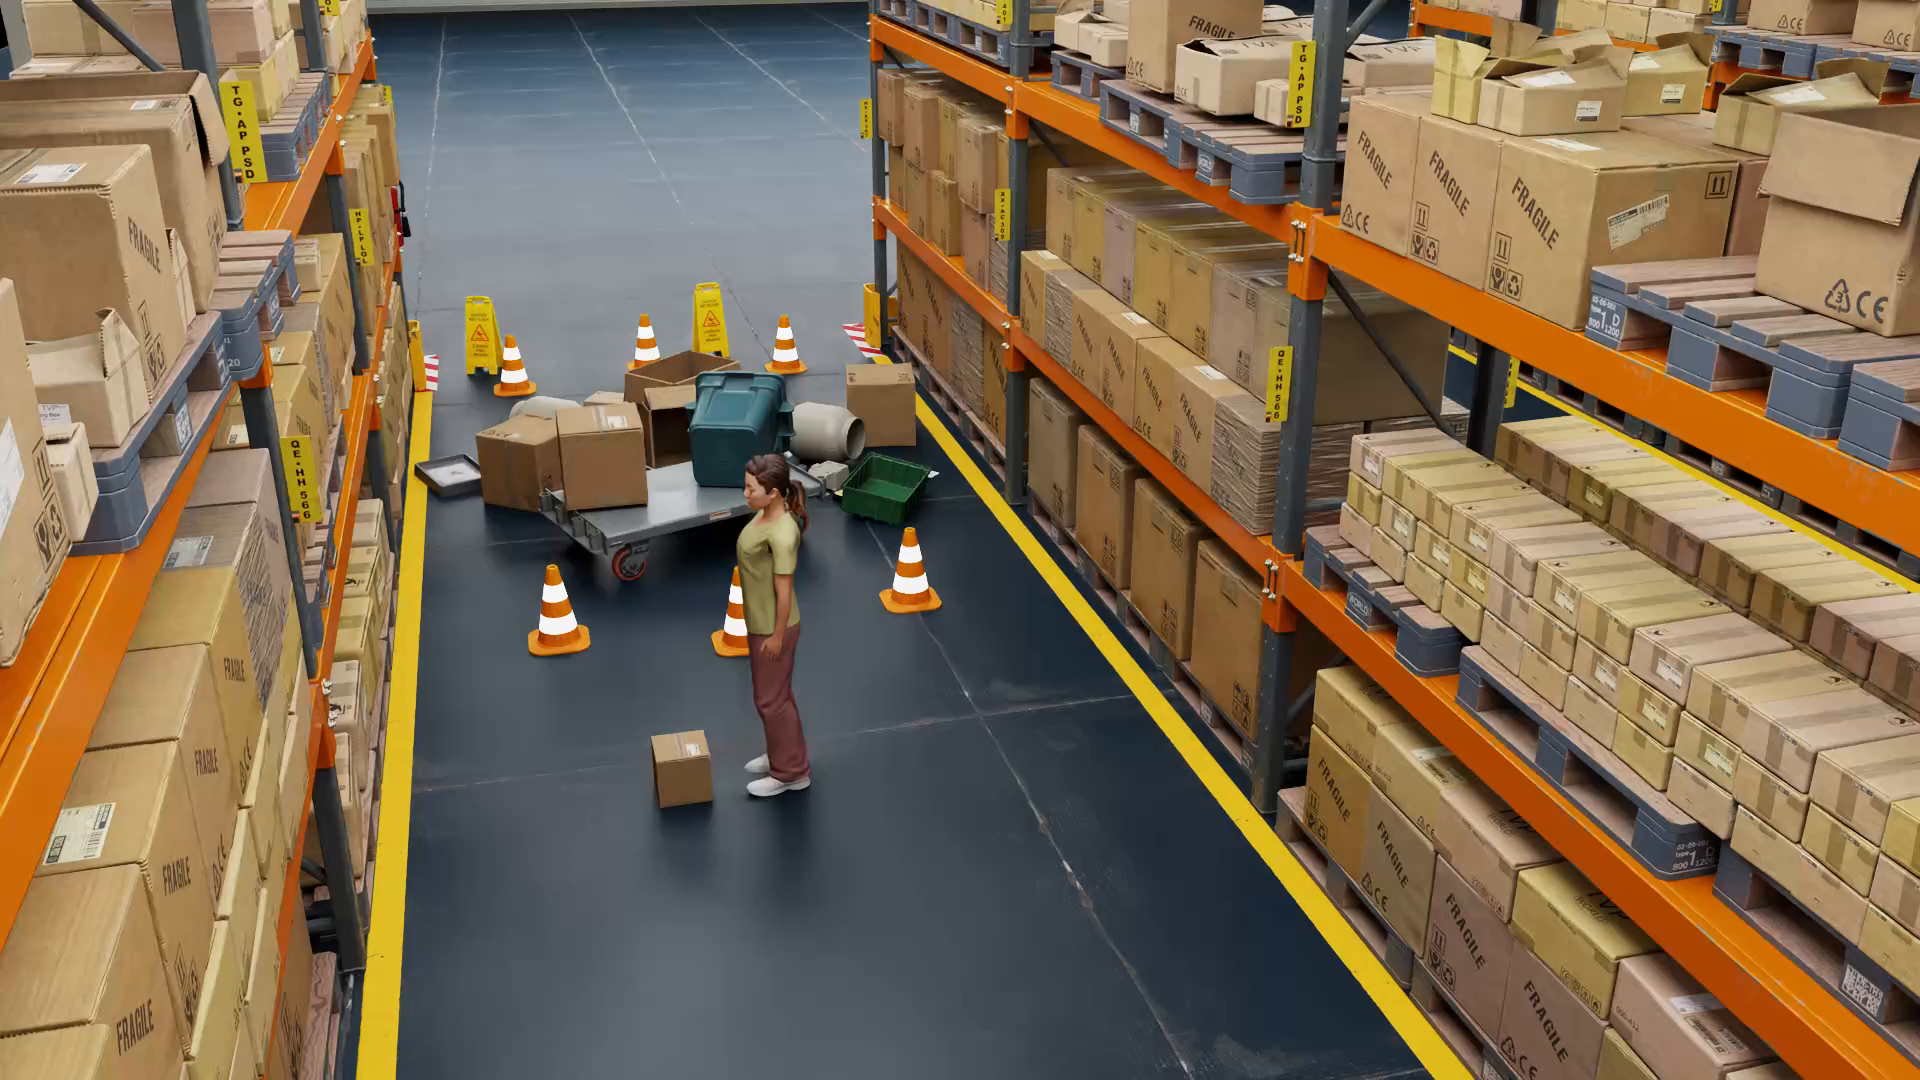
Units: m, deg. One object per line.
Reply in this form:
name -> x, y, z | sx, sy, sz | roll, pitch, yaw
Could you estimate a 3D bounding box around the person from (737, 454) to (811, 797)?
person -> -0.857, 0.394, 7.696 | 0.365, 1.684, 0.442 | -6, 24, -13
